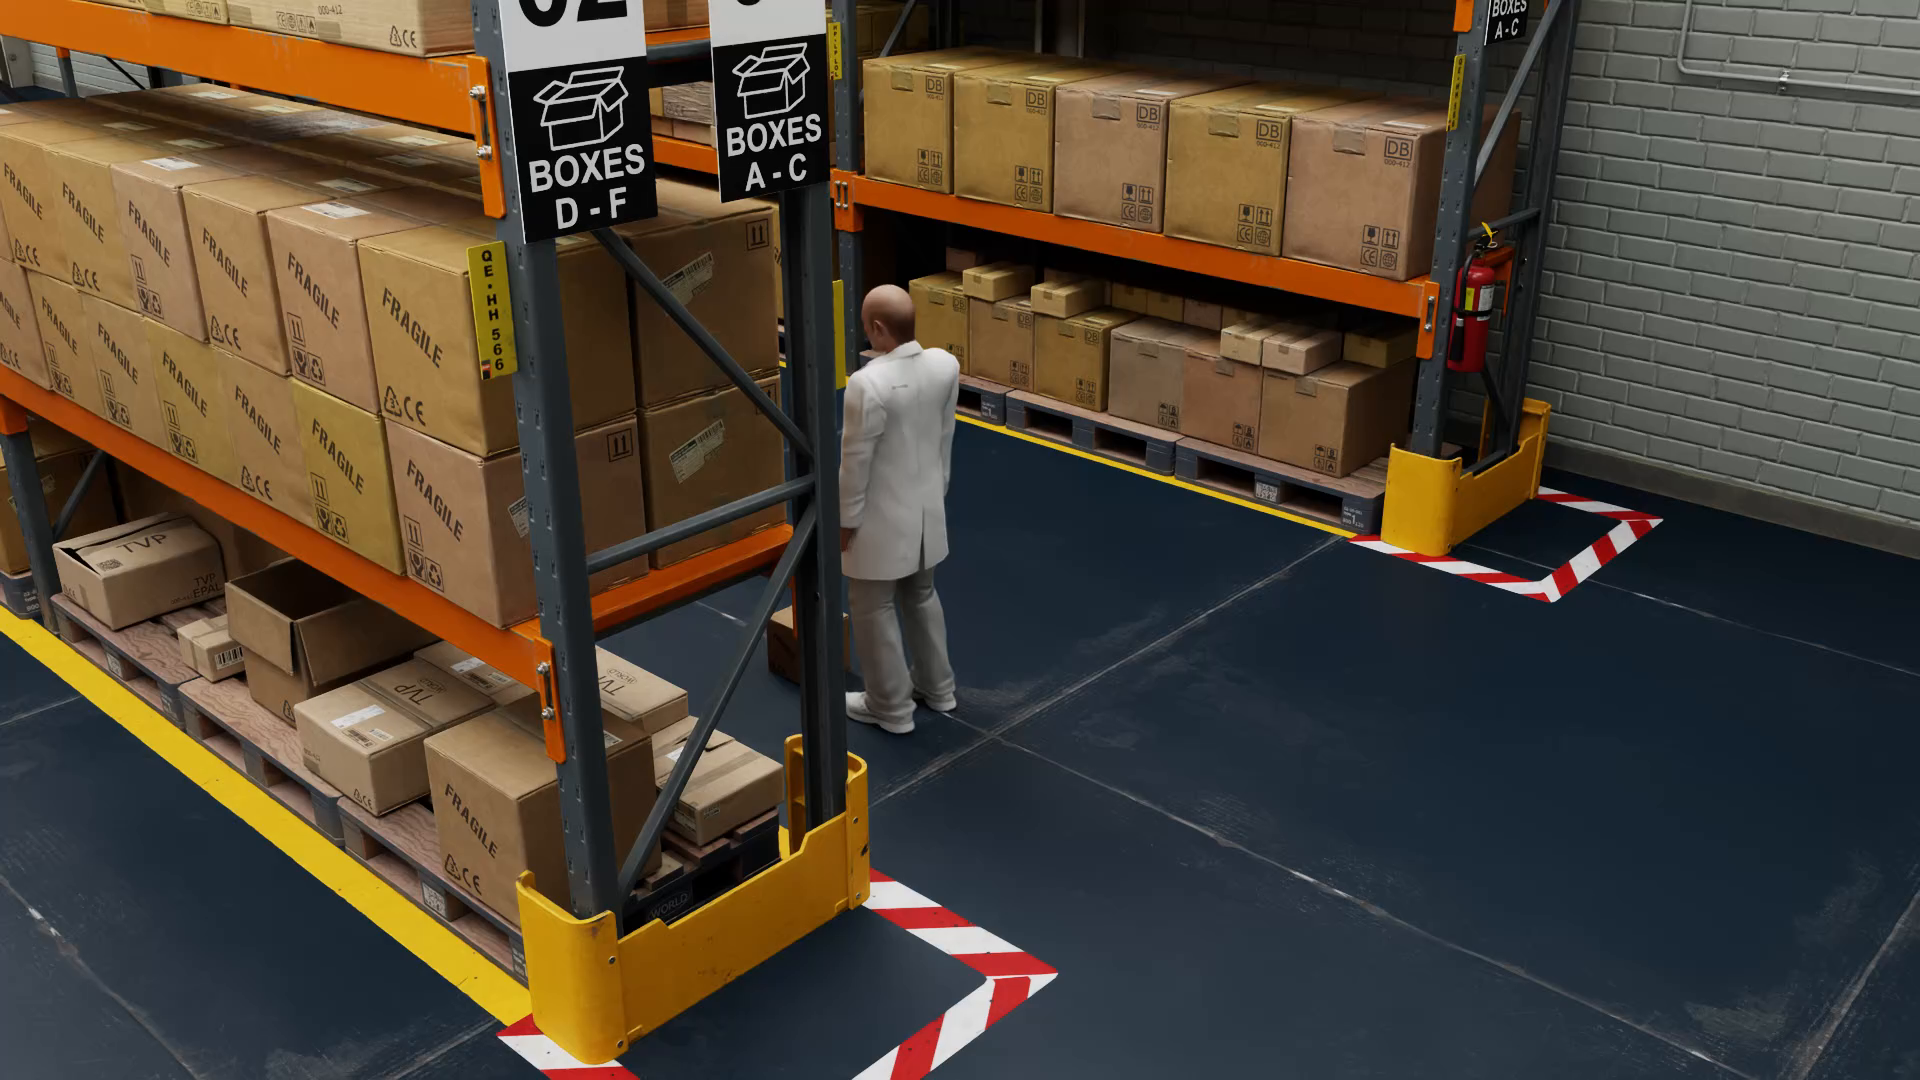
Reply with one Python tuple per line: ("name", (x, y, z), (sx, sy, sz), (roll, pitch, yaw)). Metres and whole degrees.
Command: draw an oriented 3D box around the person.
("person", (-0.270, -0.117, 6.395), (0.377, 1.774, 0.563), (21, 31, 39))
